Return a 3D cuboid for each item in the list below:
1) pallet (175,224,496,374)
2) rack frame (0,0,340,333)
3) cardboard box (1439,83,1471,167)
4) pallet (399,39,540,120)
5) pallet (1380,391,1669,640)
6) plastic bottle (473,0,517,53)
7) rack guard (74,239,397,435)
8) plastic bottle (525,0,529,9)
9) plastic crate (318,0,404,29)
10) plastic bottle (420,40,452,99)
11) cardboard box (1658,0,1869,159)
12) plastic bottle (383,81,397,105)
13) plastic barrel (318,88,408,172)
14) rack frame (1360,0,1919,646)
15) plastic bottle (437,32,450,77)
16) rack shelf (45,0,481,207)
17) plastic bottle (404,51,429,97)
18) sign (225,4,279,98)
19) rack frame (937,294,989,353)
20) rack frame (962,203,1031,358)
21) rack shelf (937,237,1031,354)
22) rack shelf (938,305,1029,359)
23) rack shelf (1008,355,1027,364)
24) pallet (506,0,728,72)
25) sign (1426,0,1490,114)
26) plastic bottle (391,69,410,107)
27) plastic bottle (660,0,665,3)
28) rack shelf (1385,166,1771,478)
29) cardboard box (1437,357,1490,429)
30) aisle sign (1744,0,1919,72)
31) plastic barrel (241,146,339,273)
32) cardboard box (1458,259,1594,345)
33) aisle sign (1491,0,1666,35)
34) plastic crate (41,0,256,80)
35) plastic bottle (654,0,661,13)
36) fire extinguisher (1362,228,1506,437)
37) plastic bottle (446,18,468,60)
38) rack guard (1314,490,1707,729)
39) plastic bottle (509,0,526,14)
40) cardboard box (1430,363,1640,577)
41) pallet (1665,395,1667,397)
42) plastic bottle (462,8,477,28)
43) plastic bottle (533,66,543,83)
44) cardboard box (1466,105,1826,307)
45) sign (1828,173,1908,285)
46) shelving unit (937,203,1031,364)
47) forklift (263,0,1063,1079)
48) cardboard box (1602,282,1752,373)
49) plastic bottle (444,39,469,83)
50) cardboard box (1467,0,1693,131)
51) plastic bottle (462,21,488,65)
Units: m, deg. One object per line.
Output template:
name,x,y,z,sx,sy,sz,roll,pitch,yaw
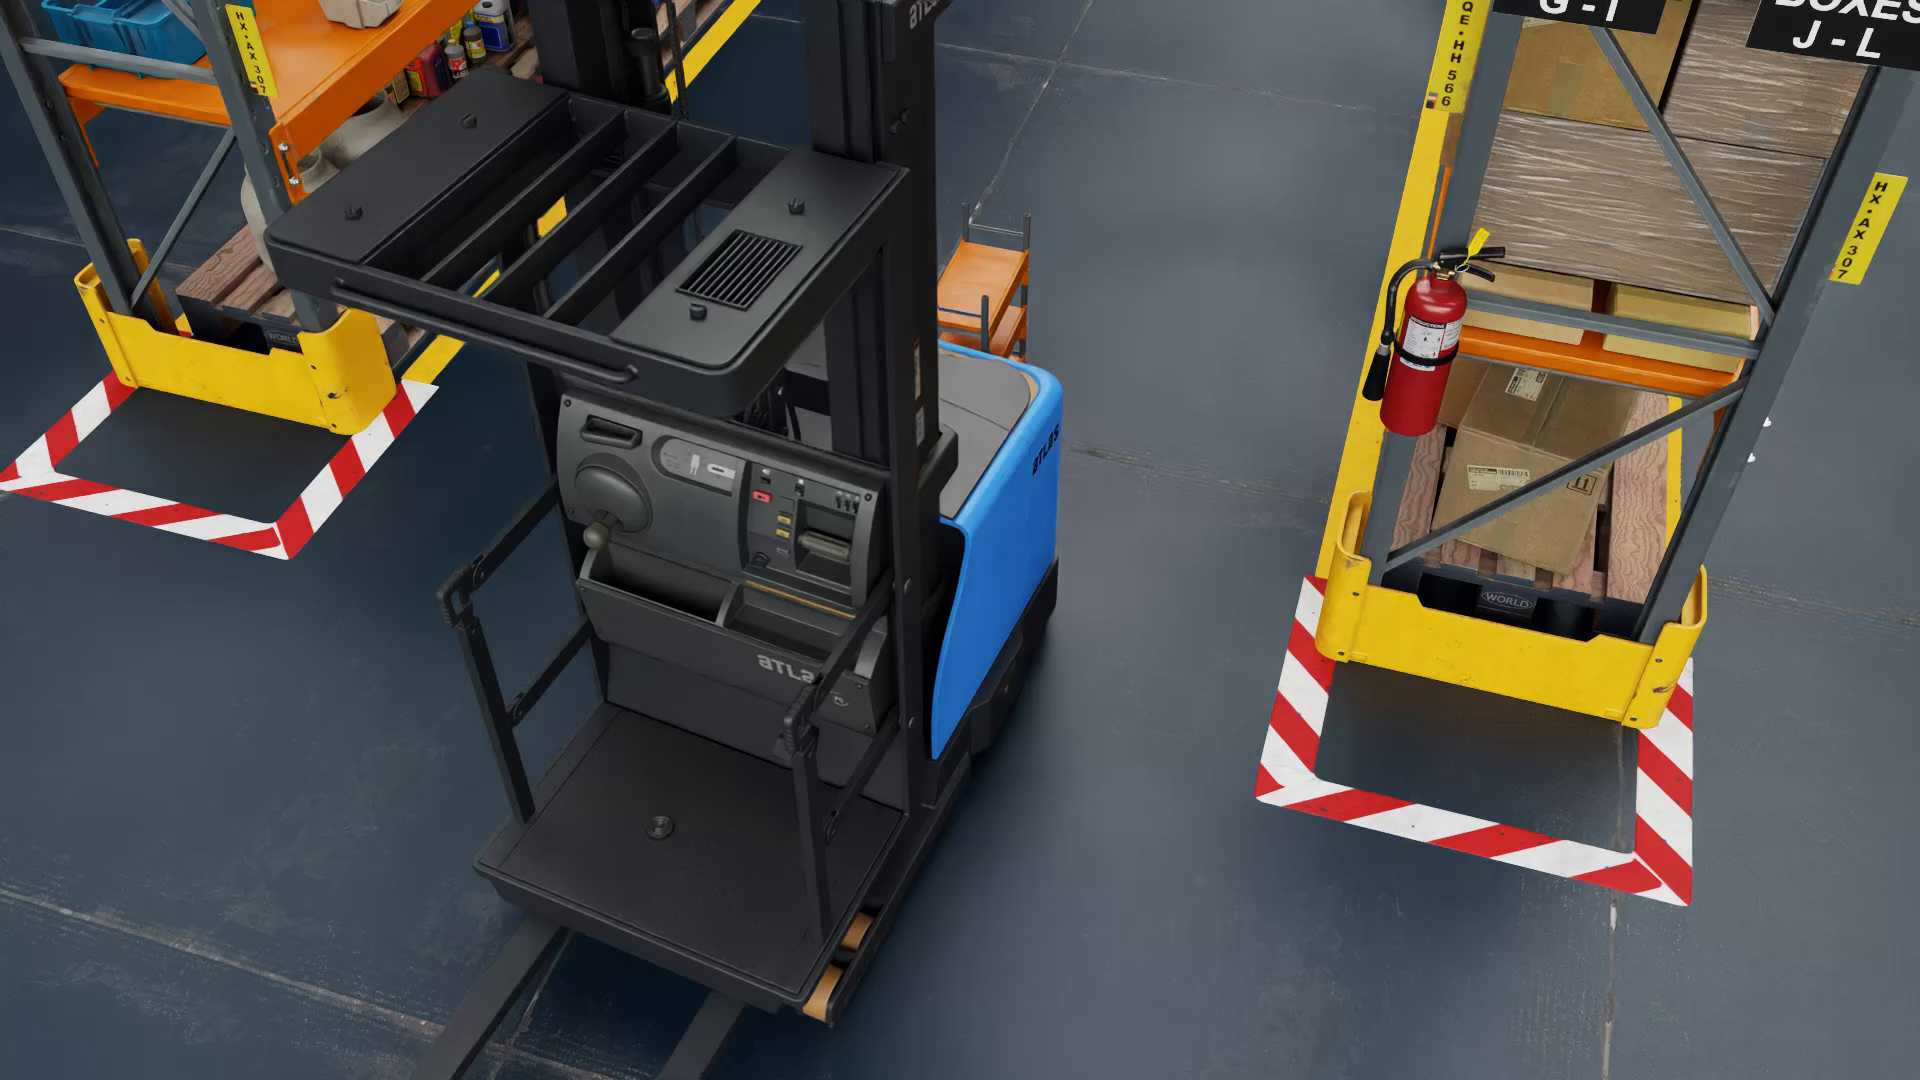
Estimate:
pallet,-2.669,-1.264,7.391,1.003,0.211,1.213,13,46,13
rack frame,-2.898,-1.660,5.801,1.000,3.000,0.127,13,46,13
cardboard box,2.052,-1.472,5.325,0.875,0.500,0.500,13,46,13
pallet,-2.298,-2.074,8.219,1.003,0.211,1.213,13,46,13
pallet,2.125,-0.199,6.302,1.003,0.211,1.213,13,46,13
plastic bottle,-2.364,-2.636,8.432,0.152,0.276,0.135,13,46,13
rack guard,-2.920,-0.827,6.737,1.175,0.500,0.348,13,46,13
plastic bottle,-2.256,-2.936,8.741,0.097,0.271,0.097,0,44,0
plastic crate,-2.321,-2.094,6.433,0.298,0.136,0.250,13,46,13
plastic bottle,-2.556,-2.303,8.086,0.061,0.283,0.133,13,46,13
cardboard box,2.248,-1.419,4.556,0.500,0.500,0.500,13,46,13
plastic bottle,-2.760,-2.134,7.972,0.097,0.201,0.097,0,44,0
plastic barrel,-2.620,-1.709,7.331,0.421,0.512,0.421,0,44,0
rack frame,1.822,-0.611,4.729,1.000,3.000,0.127,13,46,13
plastic bottle,-2.615,-2.415,8.206,0.152,0.276,0.135,11,46,11
rack shelf,-2.293,-2.736,7.415,1.077,0.370,4.000,13,46,13
plastic bottle,-2.657,-2.323,8.112,0.152,0.276,0.135,13,46,13
sign,-2.375,-1.639,5.582,0.100,0.325,0.005,13,46,13
rack frame,-0.024,-0.377,5.777,0.240,1.200,0.015,13,46,13
rack frame,0.124,-0.702,6.109,0.240,1.200,0.015,13,46,13
rack shelf,0.050,-0.820,5.668,0.258,0.148,0.480,13,46,13
rack shelf,0.050,-0.651,5.834,0.258,0.148,0.480,13,46,13
rack shelf,0.050,-0.491,5.990,0.258,0.148,0.480,13,46,13
pallet,-1.930,-2.890,9.053,1.003,0.211,1.213,13,46,13
sign,1.299,-1.268,4.348,0.100,0.325,0.005,13,46,13
plastic bottle,-2.742,-2.245,8.027,0.061,0.283,0.133,14,46,13
plastic bottle,-1.607,-3.046,8.797,0.144,0.351,0.185,11,46,11
rack shelf,2.428,-1.687,6.343,1.077,0.370,4.000,13,46,13
cardboard box,2.176,-0.686,6.293,0.500,0.500,0.500,24,49,23
aisle sign,2.089,-1.435,3.713,0.394,0.787,0.004,13,46,13
plastic barrel,-2.772,-1.375,6.989,0.421,0.512,0.421,0,44,0
cardboard box,1.712,-0.754,5.056,0.380,0.149,0.250,13,46,13
aisle sign,1.517,-1.562,3.843,0.394,0.787,0.004,13,46,13
plastic crate,-3.032,-2.003,6.259,0.499,0.251,0.616,13,46,13
plastic bottle,-1.665,-2.918,8.667,0.144,0.351,0.185,10,45,10
fire extinguisher,1.348,-0.604,4.778,0.296,0.674,0.183,13,46,13
plastic bottle,-2.569,-2.553,8.294,0.144,0.351,0.185,14,46,14
rack guard,1.845,0.232,5.655,1.175,0.500,0.348,13,46,13
plastic bottle,-2.384,-2.960,8.710,0.144,0.351,0.185,11,45,11
cardboard box,2.027,-0.280,5.878,0.500,0.500,0.500,21,48,20
pallet,2.496,-1.009,7.130,1.003,0.211,1.213,13,46,13
plastic bottle,-2.513,-2.677,8.420,0.144,0.351,0.185,12,46,12
plastic bottle,-1.966,-2.136,7.915,0.061,0.283,0.133,13,46,13
cardboard box,2.015,-1.113,4.959,0.875,0.500,0.500,13,46,13
sign,2.339,-0.805,4.309,0.100,0.325,0.005,13,46,13
shelving unit,0.050,-0.539,5.943,0.258,1.200,0.503,13,46,13
forklift,-0.724,-0.006,4.160,1.130,2.935,3.031,17,47,17
cardboard box,2.136,-0.660,4.960,0.380,0.149,0.250,13,46,13
plastic bottle,-2.491,-2.374,8.218,0.097,0.201,0.097,0,44,0
cardboard box,1.753,-1.529,4.669,0.500,0.500,0.500,13,46,13
plastic bottle,-2.441,-2.503,8.350,0.097,0.201,0.097,0,44,0
